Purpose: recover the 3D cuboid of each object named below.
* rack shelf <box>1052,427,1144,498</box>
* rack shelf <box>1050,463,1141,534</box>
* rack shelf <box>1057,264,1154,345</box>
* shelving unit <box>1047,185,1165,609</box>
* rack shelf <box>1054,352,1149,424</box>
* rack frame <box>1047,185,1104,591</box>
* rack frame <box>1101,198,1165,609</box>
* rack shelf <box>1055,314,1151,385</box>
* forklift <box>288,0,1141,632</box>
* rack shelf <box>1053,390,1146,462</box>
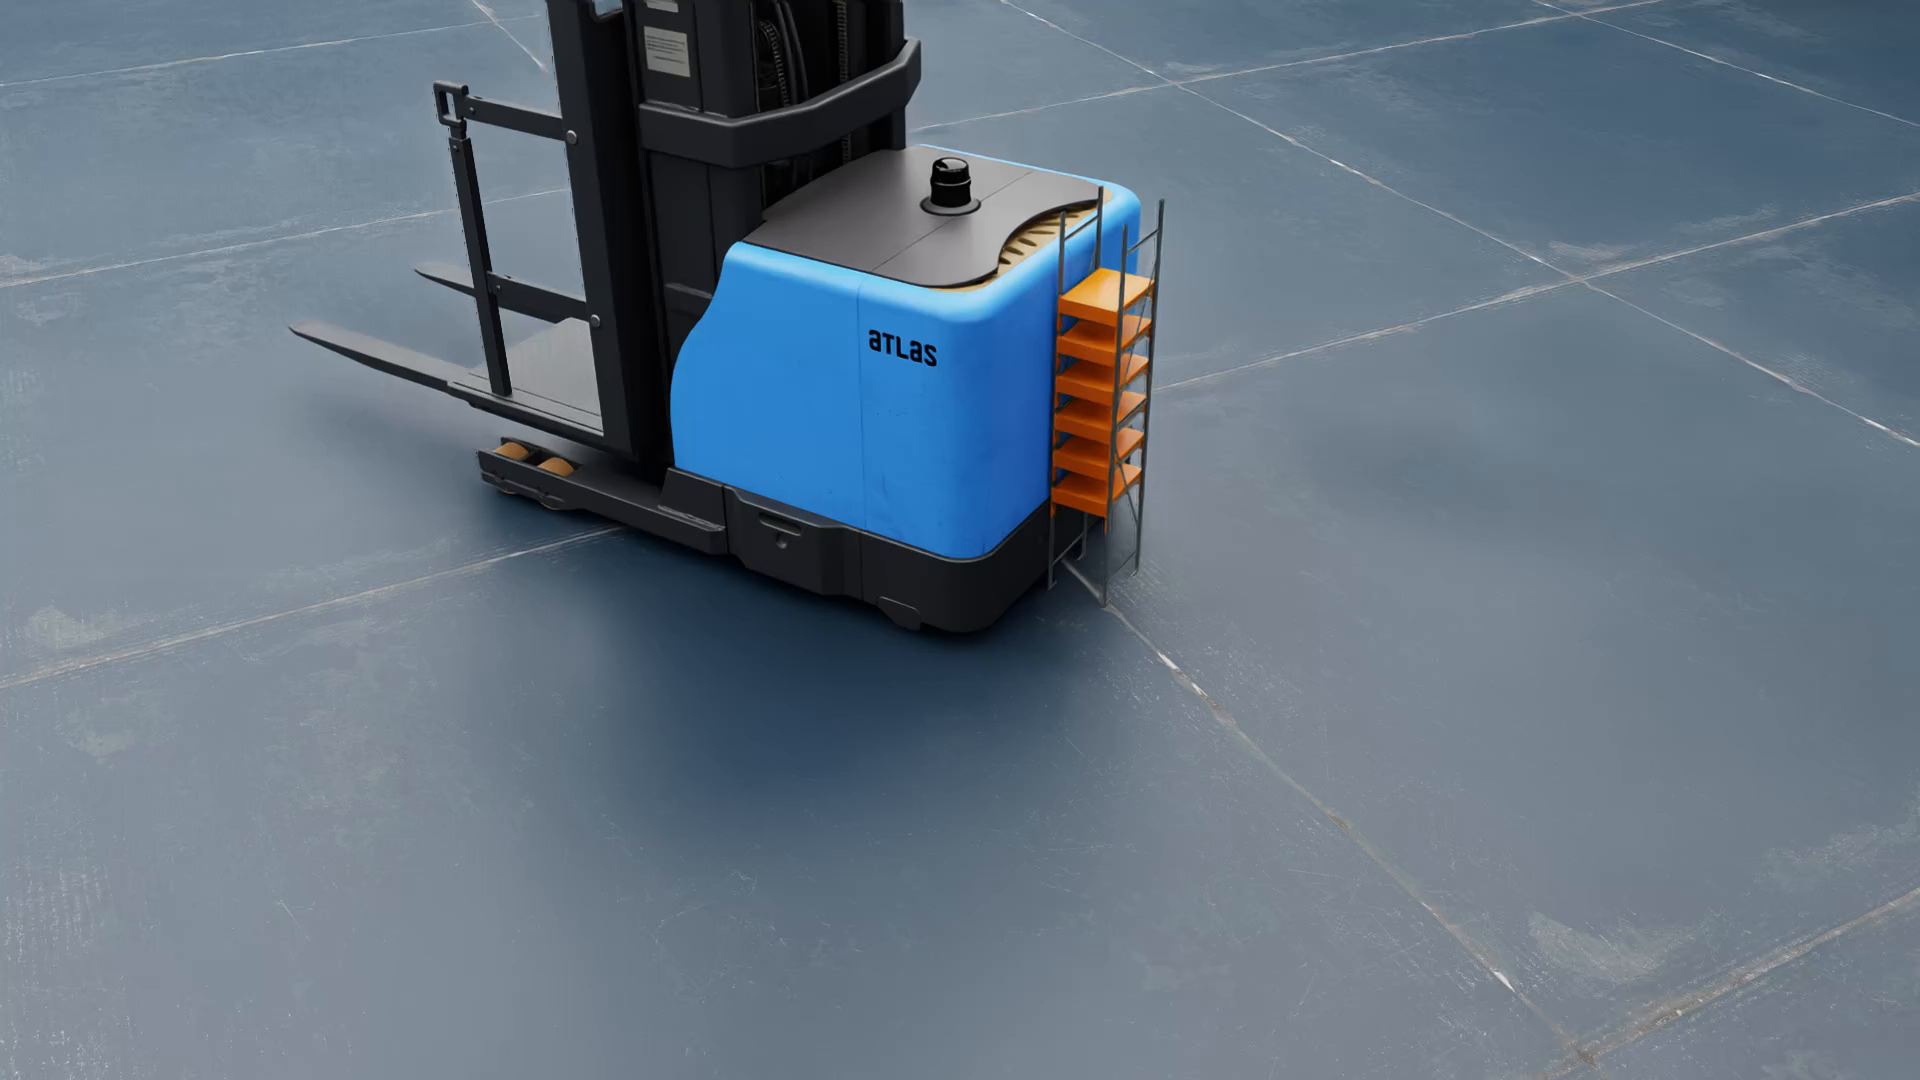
[{"bbox_3d":[0.406,-0.244,4.823,0.180,0.103,0.258,18,37,26],"label":"rack shelf"},{"bbox_3d":[0.406,-0.143,4.888,0.180,0.103,0.258,18,37,26],"label":"rack shelf"},{"bbox_3d":[0.406,-0.648,4.564,0.180,0.103,0.258,18,37,26],"label":"rack shelf"},{"bbox_3d":[0.406,-0.382,4.734,0.189,1.200,0.258,18,37,26],"label":"shelving unit"},{"bbox_3d":[0.406,-0.446,4.693,0.180,0.103,0.258,18,37,26],"label":"rack shelf"},{"bbox_3d":[0.328,-0.408,4.774,0.006,1.200,0.240,18,37,26],"label":"rack frame"},{"bbox_3d":[0.484,-0.357,4.694,0.006,1.200,0.240,18,37,26],"label":"rack frame"},{"bbox_3d":[0.406,-0.547,4.629,0.180,0.103,0.258,18,37,26],"label":"rack shelf"},{"bbox_3d":[-0.981,-1.555,4.960,3.031,2.935,1.130,18,37,26],"label":"forklift"},{"bbox_3d":[0.406,-0.345,4.758,0.180,0.103,0.258,18,37,26],"label":"rack shelf"}]
